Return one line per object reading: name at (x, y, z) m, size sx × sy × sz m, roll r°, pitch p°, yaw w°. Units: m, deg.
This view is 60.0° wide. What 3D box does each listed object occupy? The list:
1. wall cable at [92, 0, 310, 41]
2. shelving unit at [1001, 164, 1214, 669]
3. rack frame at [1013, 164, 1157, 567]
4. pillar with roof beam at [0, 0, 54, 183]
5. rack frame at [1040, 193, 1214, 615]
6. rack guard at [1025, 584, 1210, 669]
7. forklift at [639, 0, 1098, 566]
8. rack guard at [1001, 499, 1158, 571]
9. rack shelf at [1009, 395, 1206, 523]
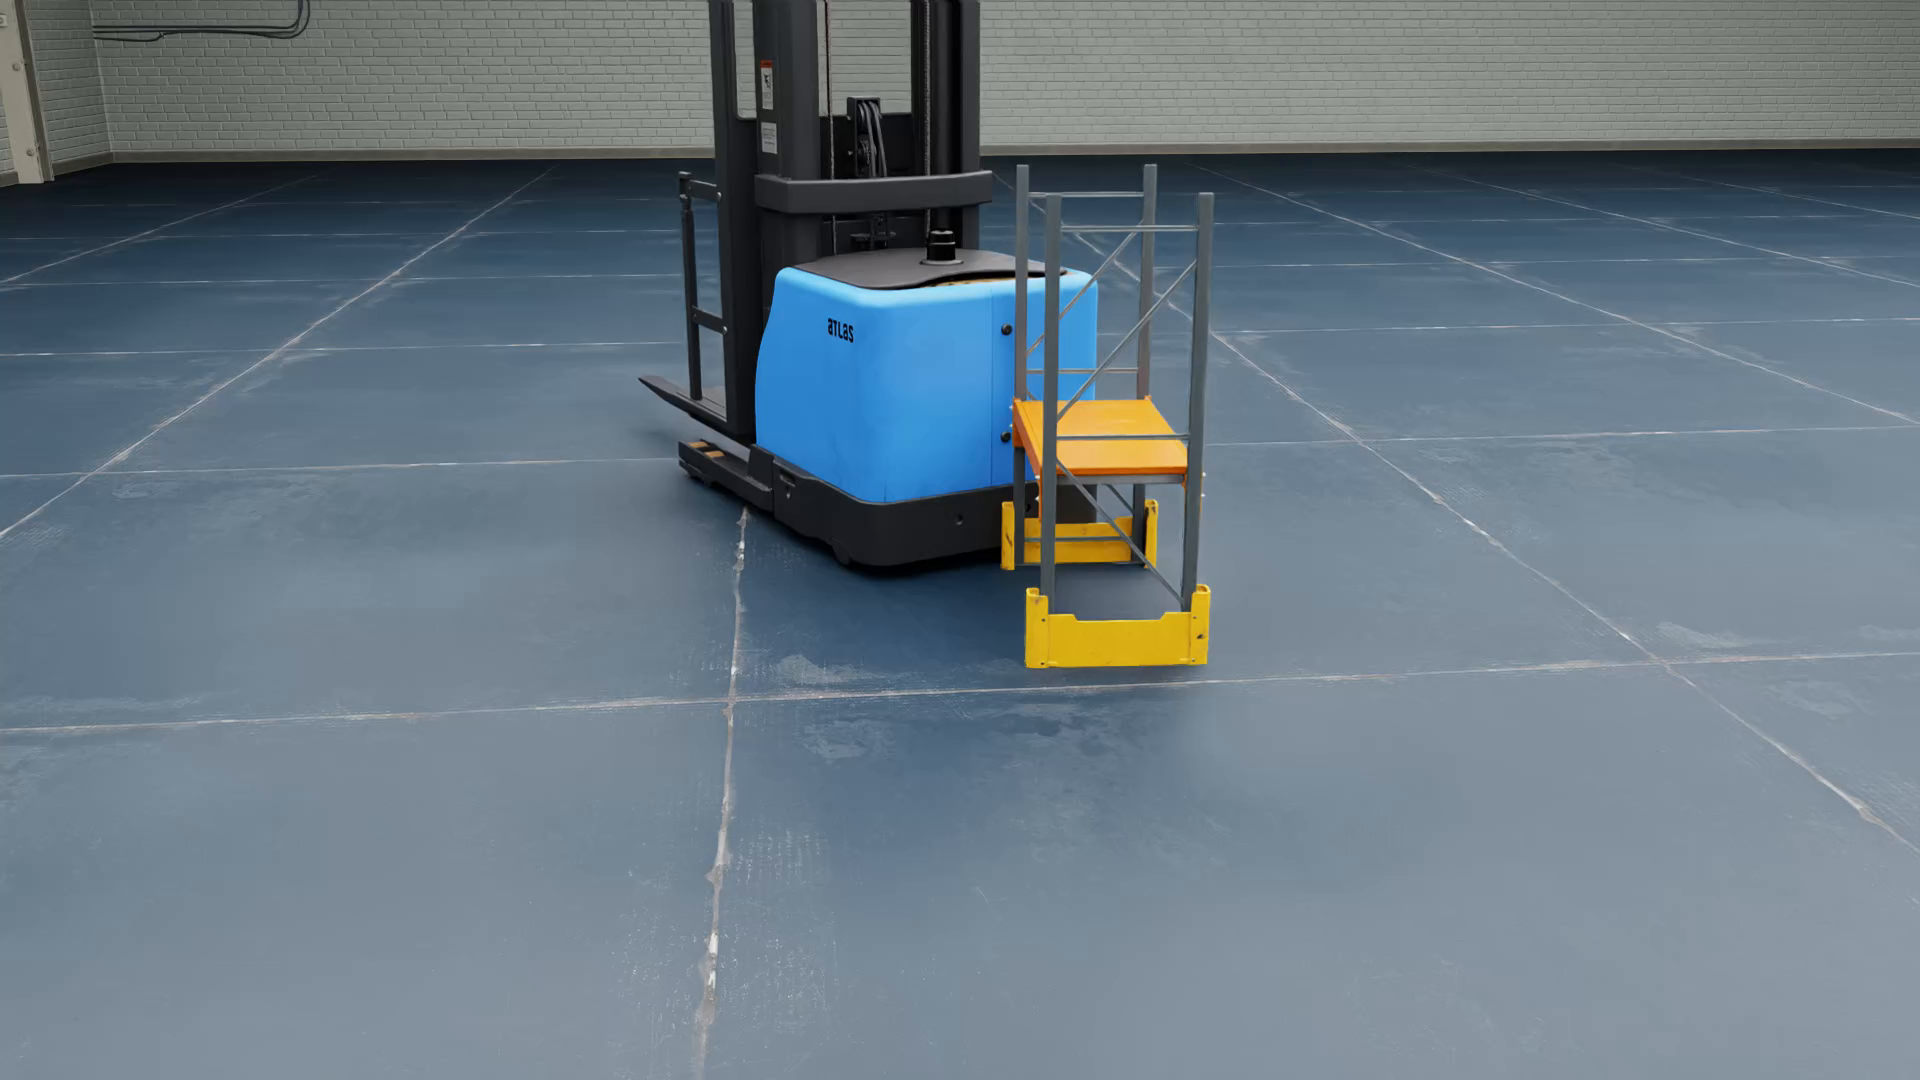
wall cable at (-10.812, -8.312, 23.313) m, size 3.097 × 2.526 × 0.112 m, roll -2°, pitch 18°, yaw -6°
shelving unit at (0.480, -0.465, 5.655) m, size 0.587 × 1.500 × 1.083 m, roll -1°, pitch 17°, yaw -3°
rack frame at (0.452, -0.620, 6.148) m, size 0.500 × 1.500 × 0.032 m, roll -1°, pitch 17°, yaw -3°
pillar with roof beam at (-7.541, -9.008, 20.346) m, size 9.100 × 9.000 × 0.400 m, roll -2°, pitch 18°, yaw -6°
rack frame at (0.508, -0.316, 5.180) m, size 0.500 × 1.500 × 0.032 m, roll -1°, pitch 17°, yaw -3°
rack guard at (0.507, 0.280, 5.368) m, size 0.587 × 0.250 × 0.087 m, roll -1°, pitch 17°, yaw -3°
forklift at (-0.627, -1.692, 7.175) m, size 1.130 × 2.935 × 3.031 m, roll -10°, pitch 20°, yaw -28°
rack guard at (0.453, -0.018, 6.317) m, size 0.587 × 0.250 × 0.087 m, roll -1°, pitch 17°, yaw -3°
rack shelf at (0.480, -0.296, 5.718) m, size 0.538 × 0.185 × 1.000 m, roll -1°, pitch 17°, yaw -3°
